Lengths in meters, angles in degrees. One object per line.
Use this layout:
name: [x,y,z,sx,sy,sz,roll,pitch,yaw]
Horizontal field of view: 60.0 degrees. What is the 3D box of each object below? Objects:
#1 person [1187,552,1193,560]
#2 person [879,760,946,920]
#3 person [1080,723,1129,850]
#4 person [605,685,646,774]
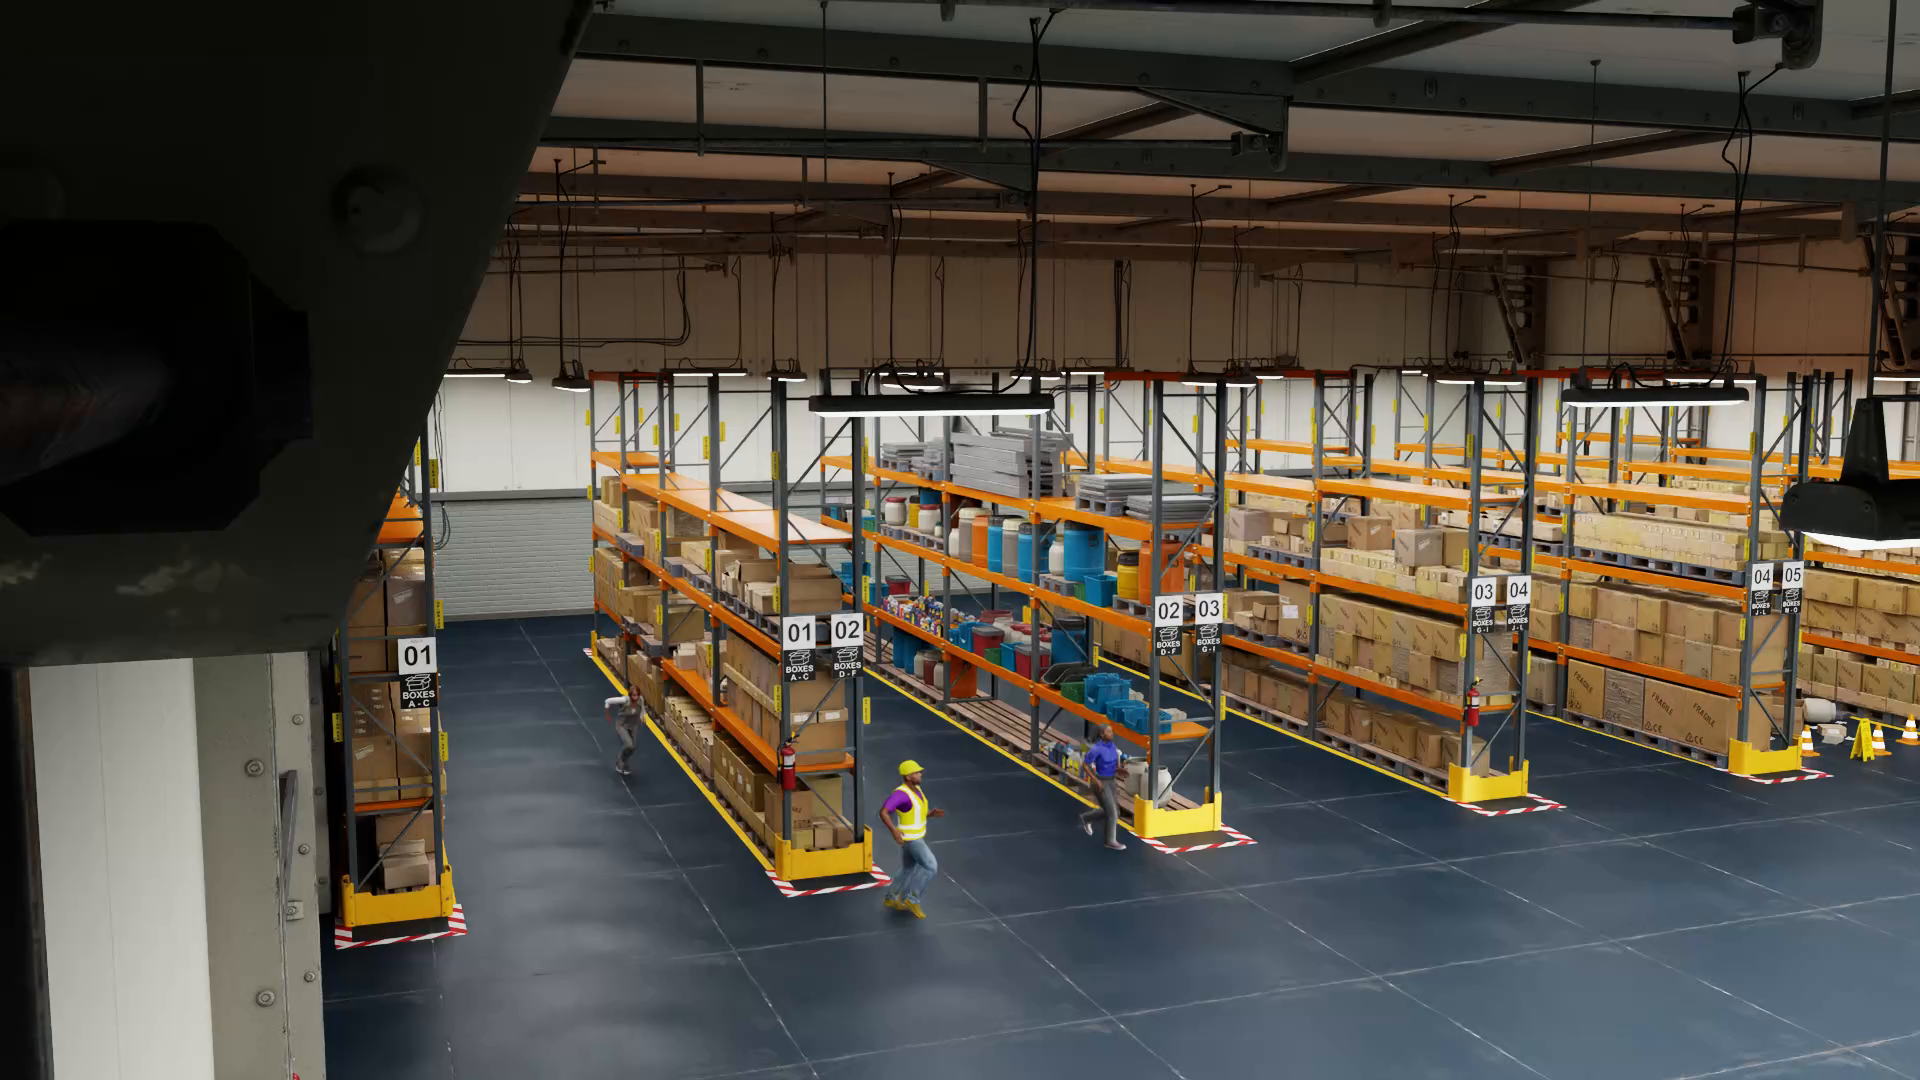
person: [5.575,0.992,40.649,0.640,1.620,0.504,3,7,24]
person: [-0.528,3.369,18.748,0.728,1.792,0.672,1,6,10]
person: [1.820,3.188,21.359,0.707,1.531,0.563,5,8,37]
person: [-4.996,2.848,24.858,0.565,1.431,0.829,-5,8,-35]
